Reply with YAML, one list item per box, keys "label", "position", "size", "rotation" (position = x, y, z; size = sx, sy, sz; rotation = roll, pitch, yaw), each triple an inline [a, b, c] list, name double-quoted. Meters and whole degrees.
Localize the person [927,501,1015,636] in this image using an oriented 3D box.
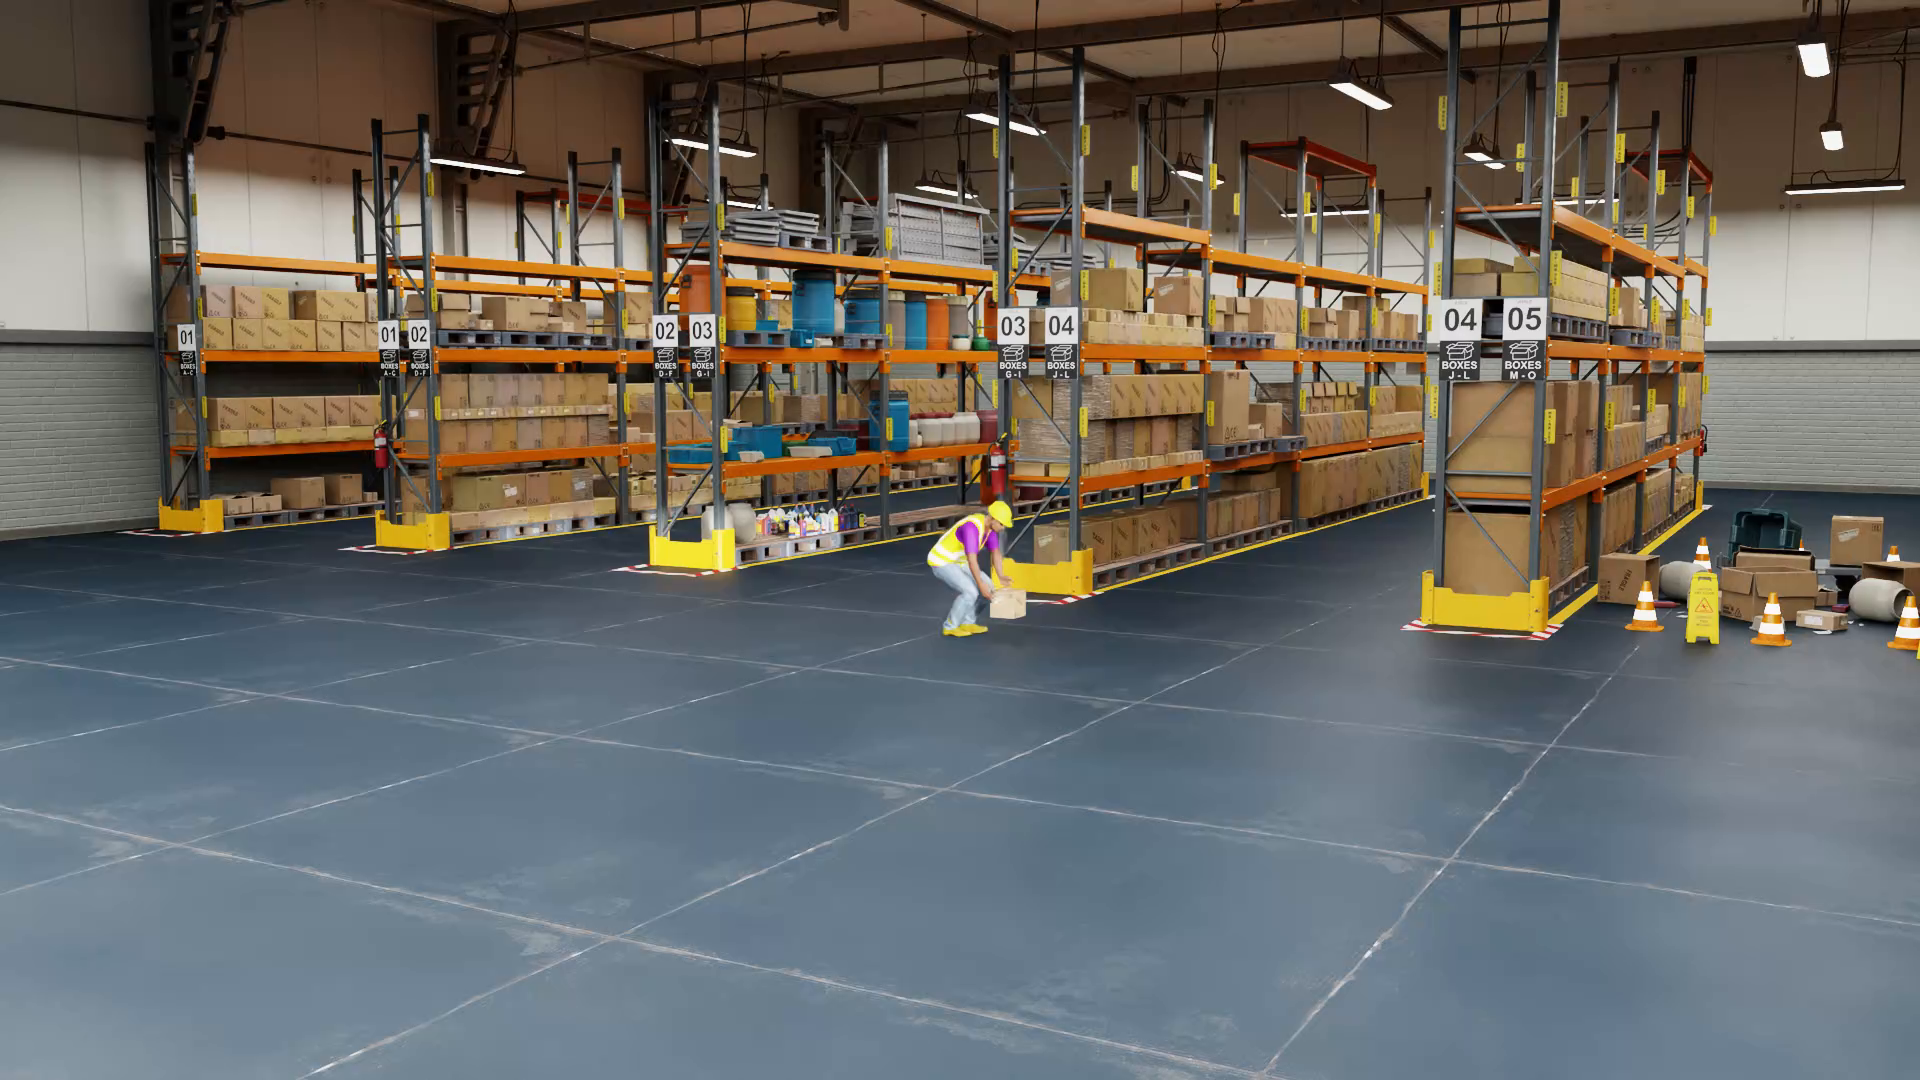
- label: "person"
  position: [0.117, 0.258, 15.862]
  size: [0.813, 1.288, 0.628]
  rotation: [3, 7, 29]
